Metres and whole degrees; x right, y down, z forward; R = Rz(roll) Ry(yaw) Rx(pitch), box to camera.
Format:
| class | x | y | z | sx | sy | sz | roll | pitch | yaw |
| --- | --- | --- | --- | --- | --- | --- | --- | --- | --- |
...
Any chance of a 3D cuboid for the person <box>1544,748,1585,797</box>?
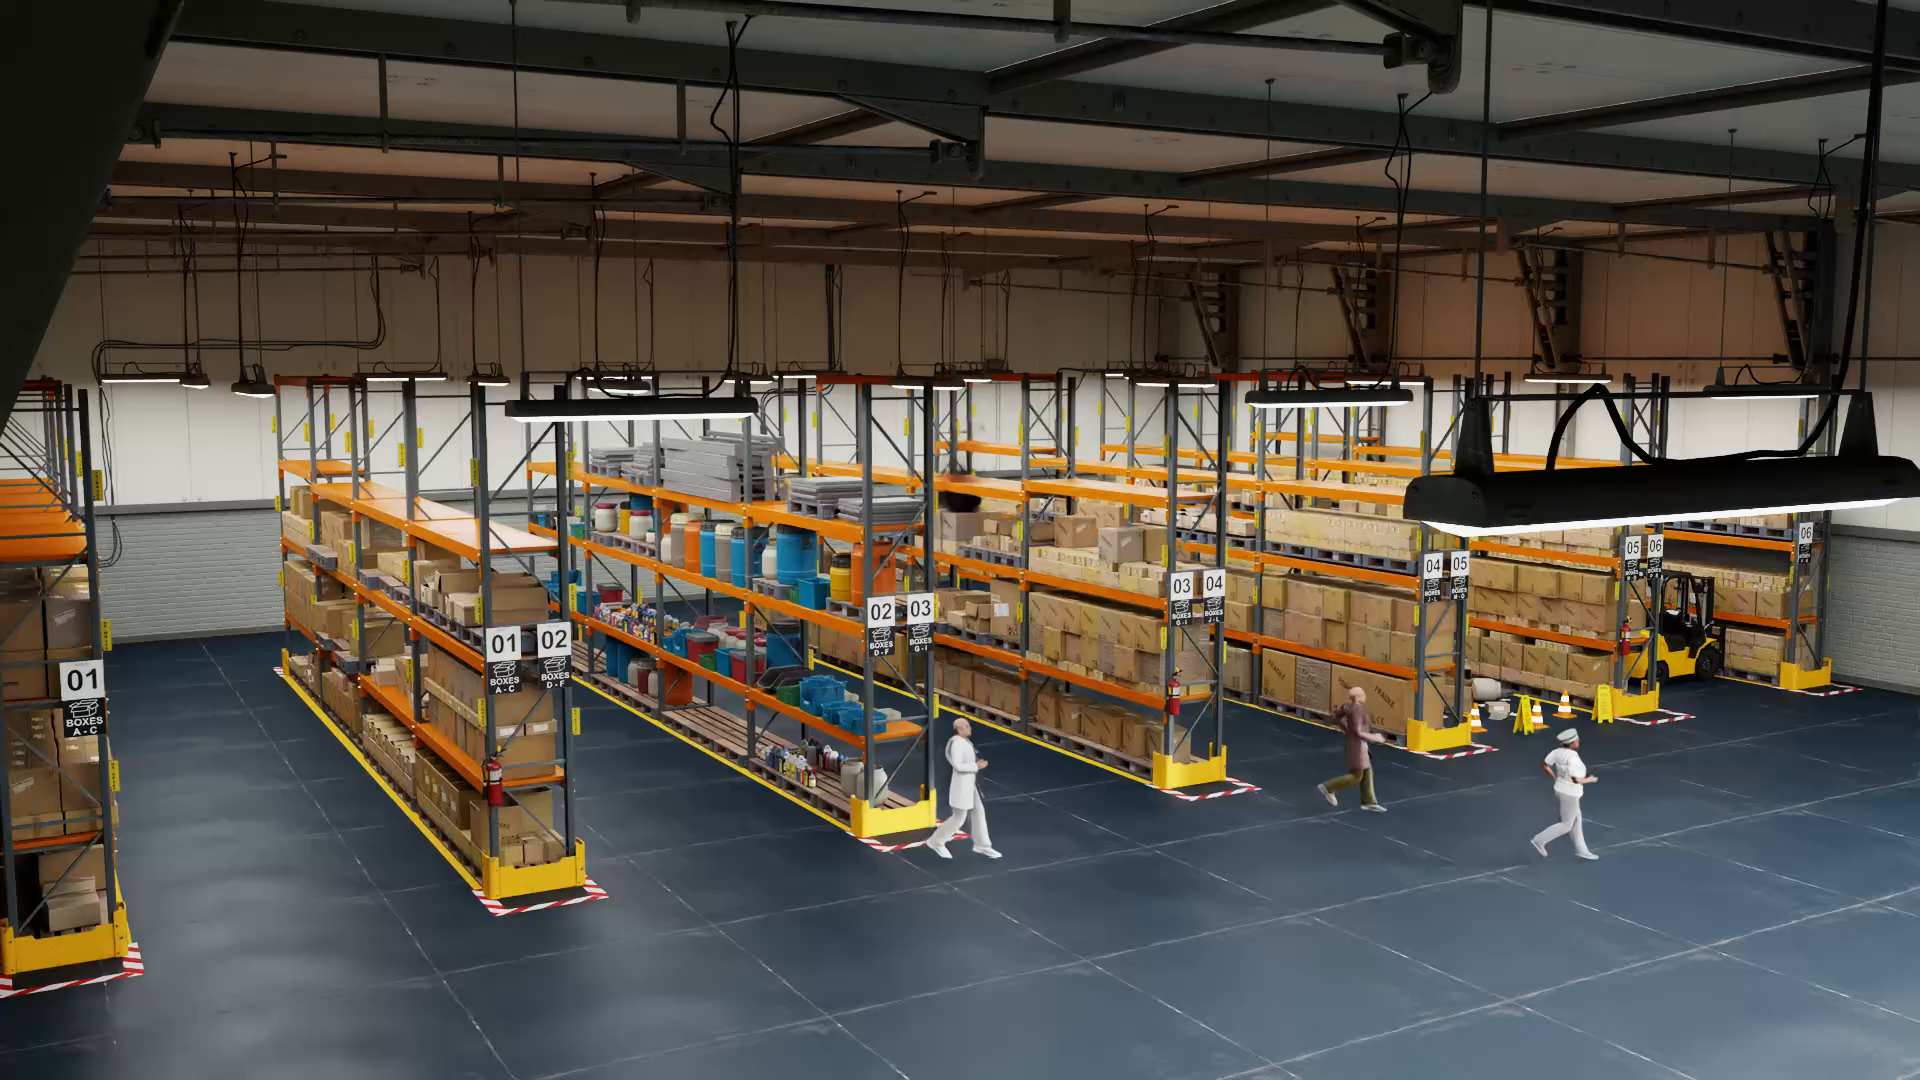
| class | x | y | z | sx | sy | sz | roll | pitch | yaw |
| --- | --- | --- | --- | --- | --- | --- | --- | --- | --- |
| person | 7.604 | 2.894 | 20.814 | 0.409 | 0.582 | 0.543 | 0 | 6 | -4 |

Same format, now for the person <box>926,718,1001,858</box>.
| class | x | y | z | sx | sy | sz | roll | pitch | yaw |
| --- | --- | --- | --- | --- | --- | --- | --- | --- | --- |
| person | 0.044 | 3.140 | 20.956 | 0.944 | 1.809 | 0.713 | 1 | 6 | 8 |
